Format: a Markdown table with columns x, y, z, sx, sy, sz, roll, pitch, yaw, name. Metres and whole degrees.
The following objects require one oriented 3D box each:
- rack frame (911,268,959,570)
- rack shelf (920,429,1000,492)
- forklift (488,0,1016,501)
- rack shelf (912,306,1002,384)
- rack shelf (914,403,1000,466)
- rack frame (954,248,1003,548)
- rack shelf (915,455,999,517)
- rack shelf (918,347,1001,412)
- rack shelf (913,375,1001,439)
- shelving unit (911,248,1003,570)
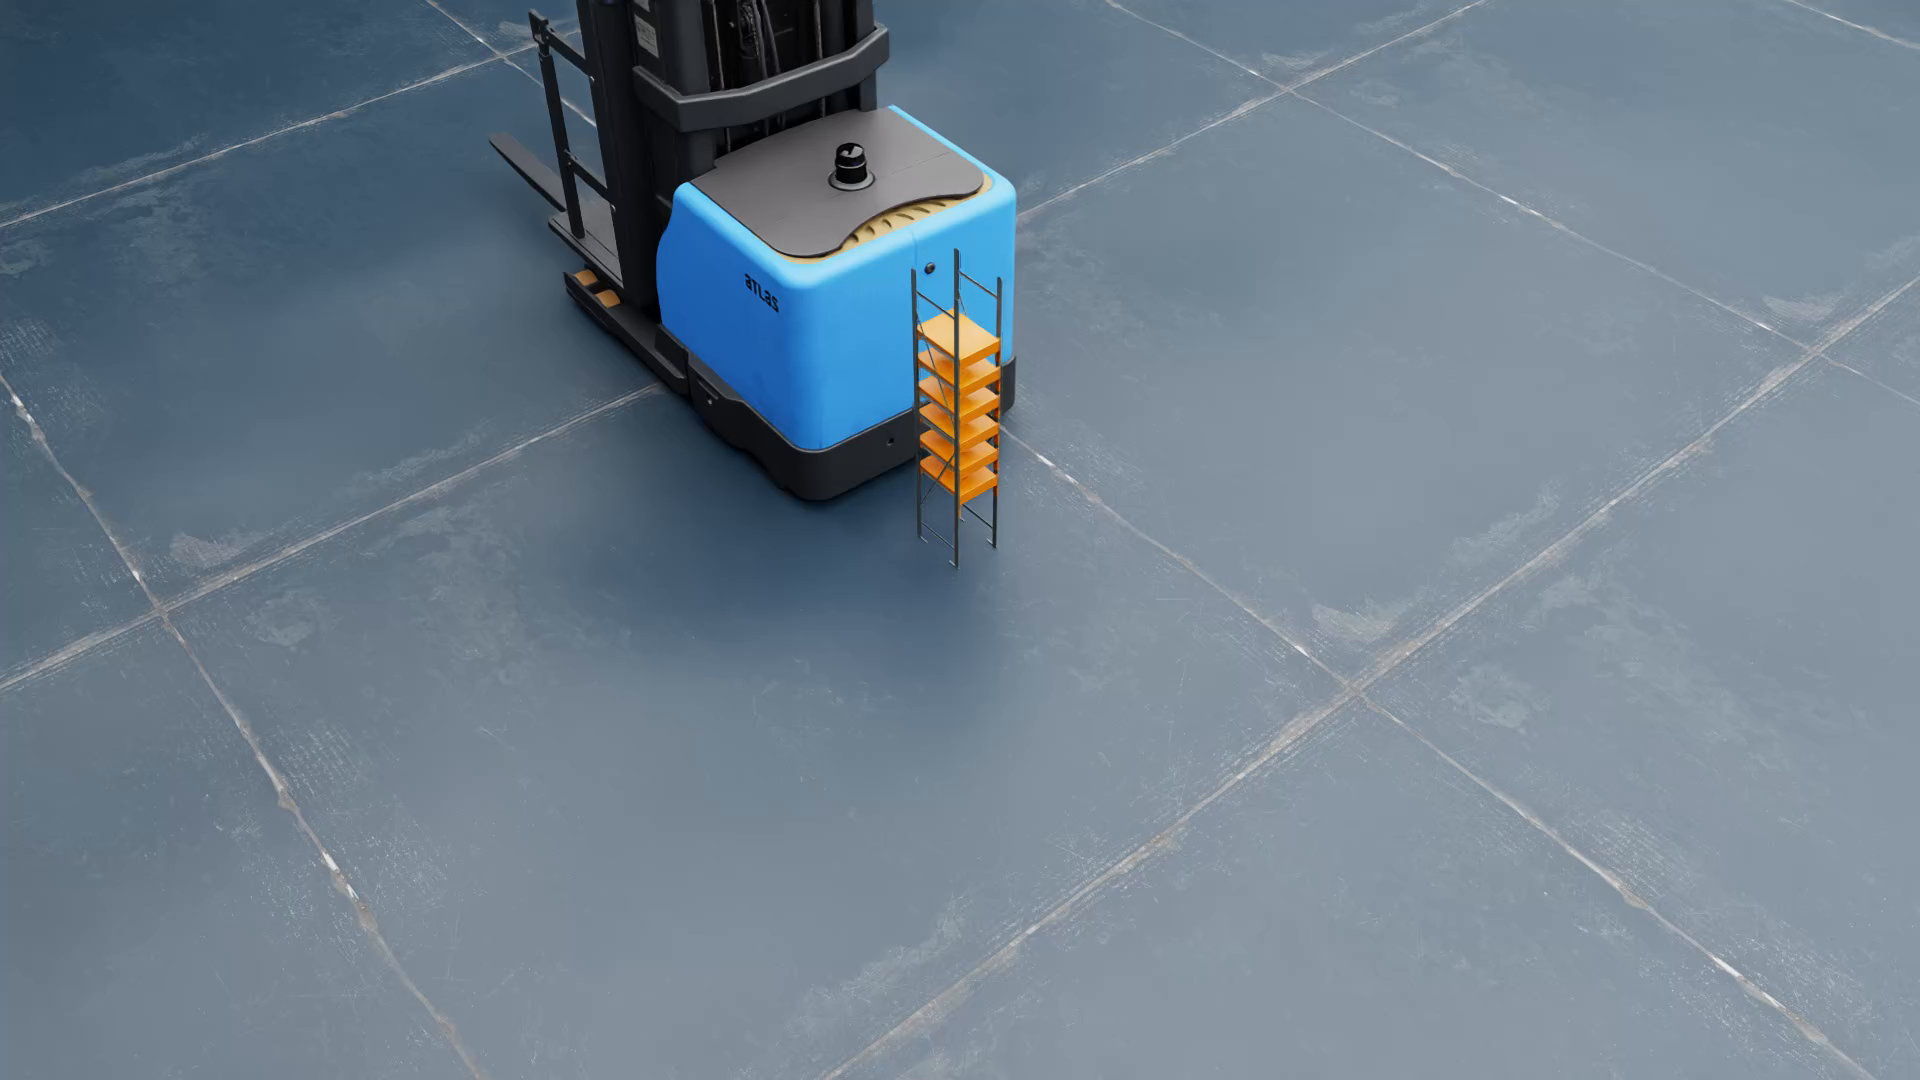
| x | y | z | sx | sy | sz | roll | pitch | yaw | name |
| --- | --- | --- | --- | --- | --- | --- | --- | --- | --- |
| -0.081 | -0.391 | 5.790 | 0.006 | 1.200 | 0.240 | -30 | 51 | -28 | rack frame |
| -0.011 | -0.311 | 5.945 | 0.180 | 0.103 | 0.258 | -30 | 51 | -28 | rack shelf |
| -1.078 | -2.173 | 6.423 | 1.130 | 2.935 | 3.031 | -28 | 50 | -27 | forklift |
| -0.011 | -0.661 | 5.616 | 0.180 | 0.103 | 0.258 | -30 | 51 | -28 | rack shelf |
| -0.011 | -0.399 | 5.863 | 0.180 | 0.103 | 0.258 | -30 | 51 | -28 | rack shelf |
| 0.059 | -0.471 | 5.875 | 0.006 | 1.200 | 0.240 | -30 | 51 | -28 | rack frame |
| -0.011 | -0.224 | 6.027 | 0.180 | 0.103 | 0.258 | -30 | 51 | -28 | rack shelf |
| -0.011 | -0.574 | 5.699 | 0.180 | 0.103 | 0.258 | -30 | 51 | -28 | rack shelf |
| -0.011 | -0.486 | 5.781 | 0.180 | 0.103 | 0.258 | -30 | 51 | -28 | rack shelf |
| -0.011 | -0.431 | 5.832 | 0.189 | 1.200 | 0.258 | -30 | 51 | -28 | shelving unit |
